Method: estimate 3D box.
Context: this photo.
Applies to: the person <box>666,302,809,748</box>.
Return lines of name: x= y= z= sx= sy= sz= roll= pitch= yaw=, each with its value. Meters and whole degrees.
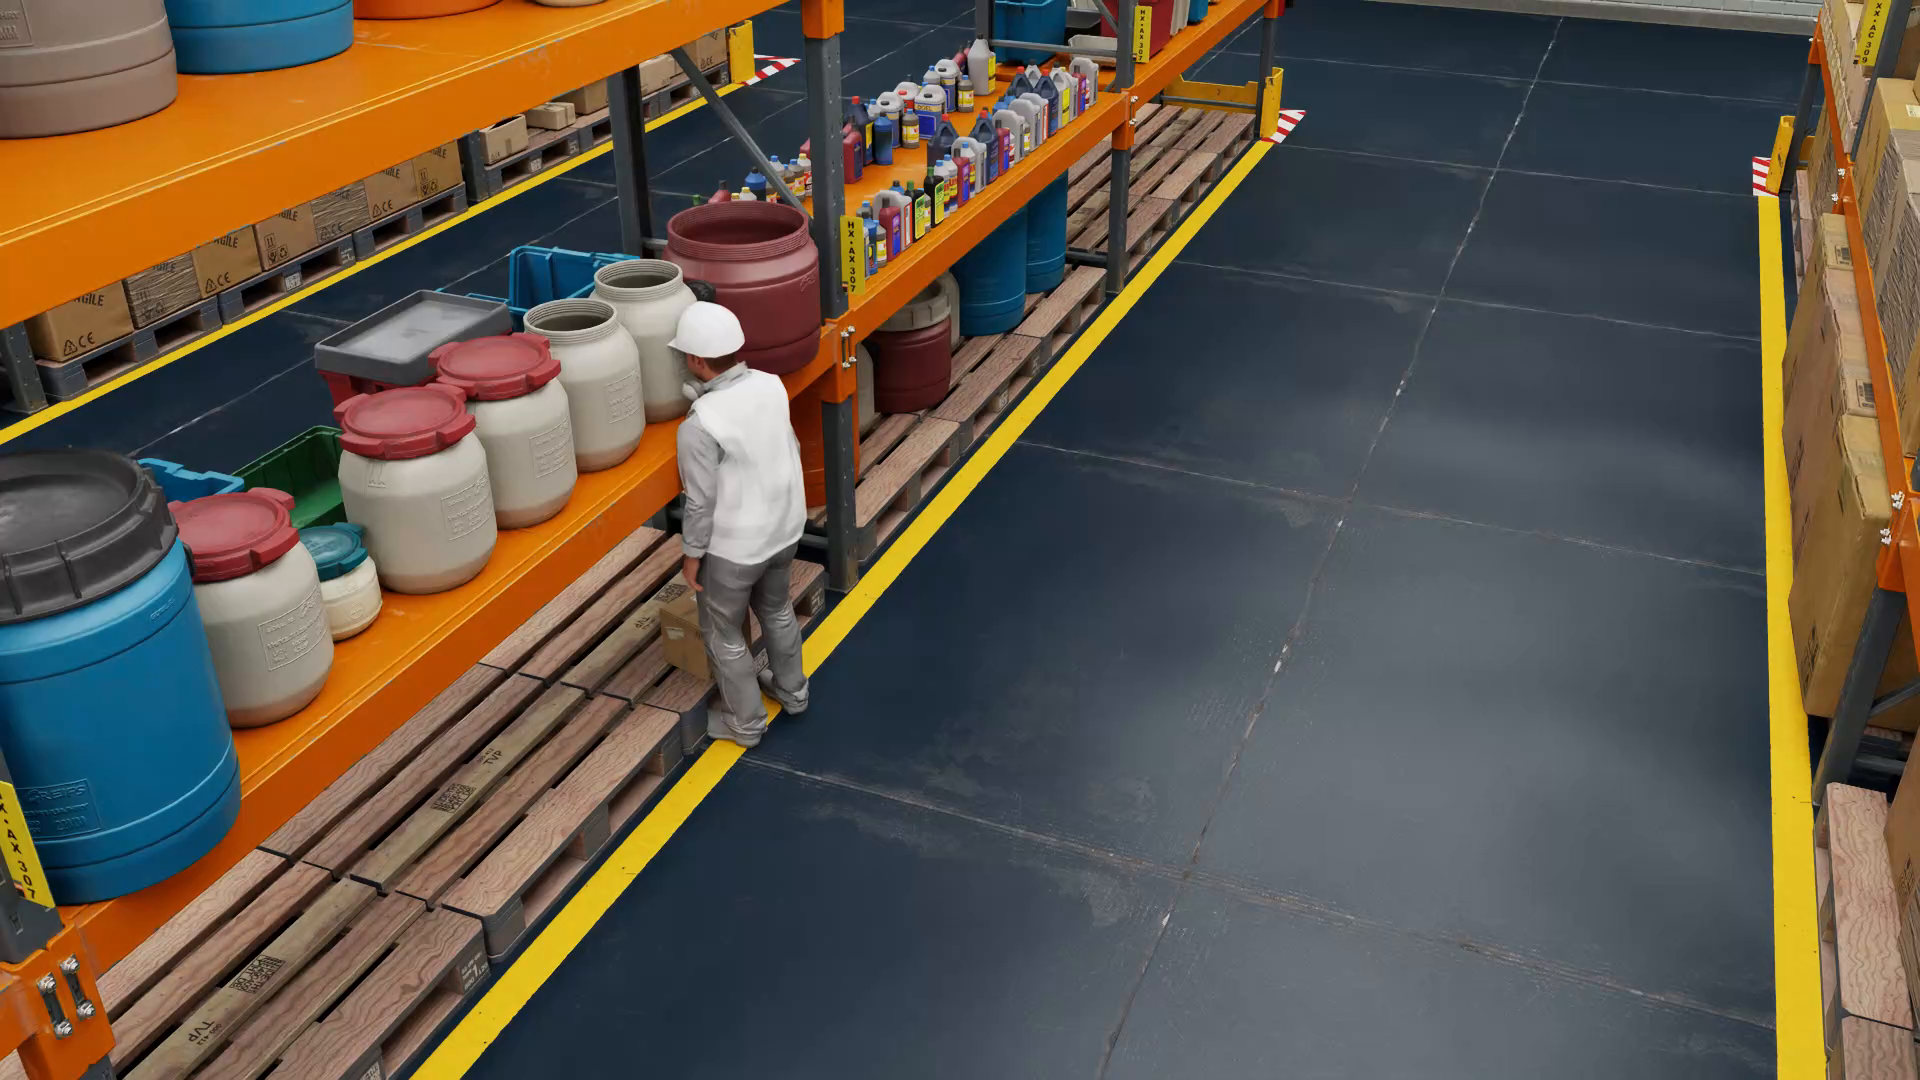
person: x=-0.814 y=-0.040 z=6.173 sx=0.463 sy=1.770 sz=0.585 roll=20 pitch=35 yaw=31
